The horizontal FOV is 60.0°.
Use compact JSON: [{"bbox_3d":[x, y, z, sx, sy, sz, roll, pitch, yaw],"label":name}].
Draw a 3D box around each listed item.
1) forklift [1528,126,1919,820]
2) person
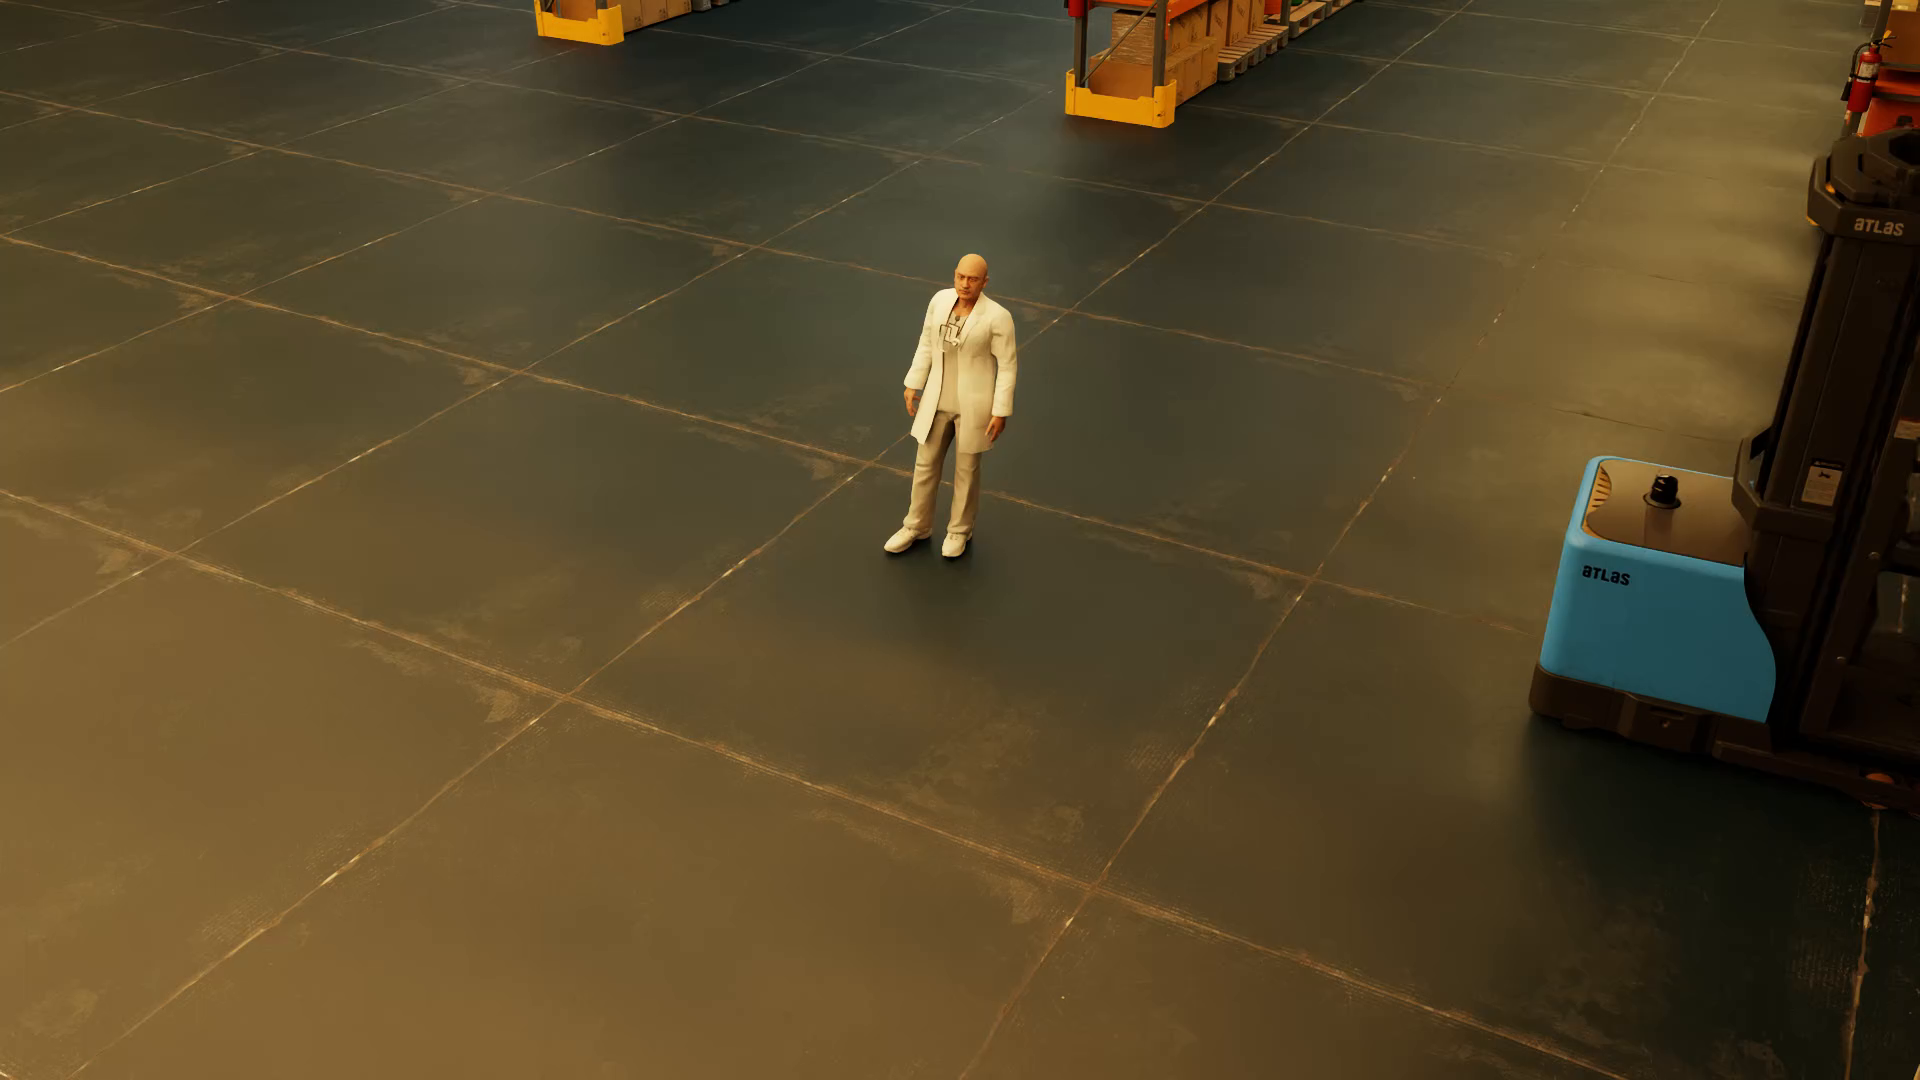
[{"bbox_3d":[4.441,-0.268,7.535,3.031,2.935,1.130,13,32,21],"label":"forklift"},{"bbox_3d":[-0.048,-0.737,9.487,0.698,1.777,0.578,15,33,25],"label":"person"}]
